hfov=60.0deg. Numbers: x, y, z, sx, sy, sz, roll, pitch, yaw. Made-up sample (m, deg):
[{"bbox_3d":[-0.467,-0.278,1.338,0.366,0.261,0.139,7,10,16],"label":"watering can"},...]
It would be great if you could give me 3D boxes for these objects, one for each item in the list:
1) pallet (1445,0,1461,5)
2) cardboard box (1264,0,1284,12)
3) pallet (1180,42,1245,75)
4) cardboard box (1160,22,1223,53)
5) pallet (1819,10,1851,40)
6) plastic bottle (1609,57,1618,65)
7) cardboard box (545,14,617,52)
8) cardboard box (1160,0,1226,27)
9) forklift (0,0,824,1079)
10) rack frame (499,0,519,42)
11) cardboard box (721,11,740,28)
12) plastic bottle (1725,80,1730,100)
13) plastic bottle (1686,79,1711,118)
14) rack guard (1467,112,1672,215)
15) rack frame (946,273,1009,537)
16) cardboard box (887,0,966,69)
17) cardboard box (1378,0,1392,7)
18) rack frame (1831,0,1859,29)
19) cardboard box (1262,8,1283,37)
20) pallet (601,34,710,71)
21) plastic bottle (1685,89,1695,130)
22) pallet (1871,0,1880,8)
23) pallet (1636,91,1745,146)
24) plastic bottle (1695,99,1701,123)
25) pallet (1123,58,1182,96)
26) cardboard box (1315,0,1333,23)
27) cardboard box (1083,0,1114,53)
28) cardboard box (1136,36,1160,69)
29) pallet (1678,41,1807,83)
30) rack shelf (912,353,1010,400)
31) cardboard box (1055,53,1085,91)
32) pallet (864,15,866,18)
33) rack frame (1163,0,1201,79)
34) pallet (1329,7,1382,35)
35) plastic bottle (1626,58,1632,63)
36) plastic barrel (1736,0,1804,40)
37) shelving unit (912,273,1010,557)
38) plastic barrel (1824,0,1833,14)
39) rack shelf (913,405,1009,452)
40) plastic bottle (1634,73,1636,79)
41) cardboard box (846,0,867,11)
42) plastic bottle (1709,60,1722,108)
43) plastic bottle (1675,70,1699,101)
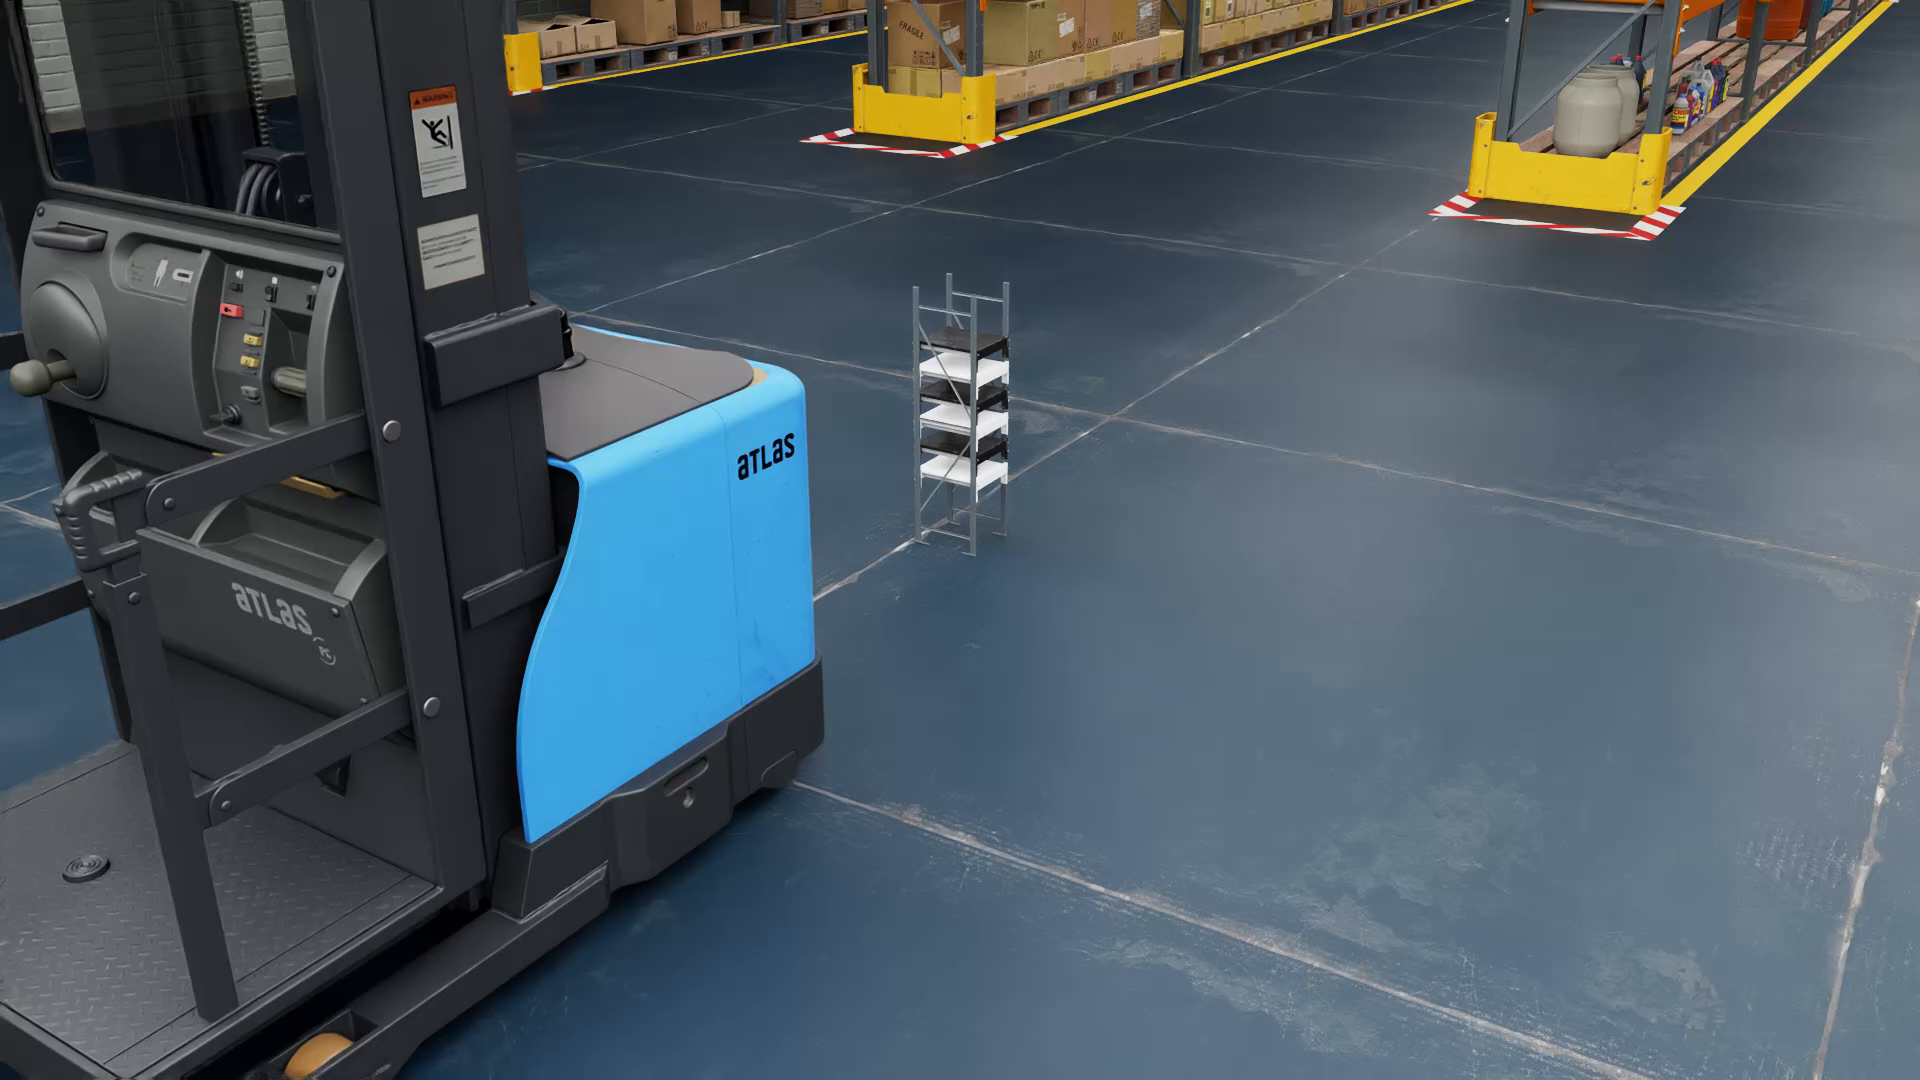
[{"bbox_3d":[6.417,-7.598,23.035,1.003,0.211,1.213,14,27,29],"label":"pallet"},{"bbox_3d":[3.074,-5.740,17.461,0.500,0.311,0.500,15,27,30],"label":"cardboard box"},{"bbox_3d":[2.190,-4.923,16.856,1.003,0.211,1.213,14,27,29],"label":"pallet"},{"bbox_3d":[2.258,-4.961,16.366,0.500,0.250,0.500,13,27,28],"label":"cardboard box"},{"bbox_3d":[9.818,-6.075,19.518,1.003,0.211,1.213,14,27,29],"label":"pallet"},{"bbox_3d":[5.163,-3.643,13.171,0.144,0.351,0.185,13,26,27],"label":"plastic bottle"},{"bbox_3d":[-3.744,-5.008,16.372,0.500,0.311,0.500,16,28,33],"label":"cardboard box"},{"bbox_3d":[2.264,-5.221,16.262,0.500,0.311,0.500,14,27,29],"label":"cardboard box"},{"bbox_3d":[-1.577,-0.379,2.937,1.130,2.935,3.031,14,27,30],"label":"forklift"},{"bbox_3d":[-4.486,-5.632,14.985,1.000,3.000,0.127,14,27,29],"label":"rack frame"},{"bbox_3d":[-2.633,-5.697,18.148,0.380,0.166,0.250,10,25,22],"label":"cardboard box"},{"bbox_3d":[6.114,-3.636,13.343,0.097,0.201,0.097,0,23,0],"label":"plastic bottle"},{"bbox_3d":[5.585,-3.353,12.594,0.152,0.276,0.135,14,27,30],"label":"plastic bottle"},{"bbox_3d":[3.931,-2.445,10.768,1.175,0.500,0.348,14,27,29],"label":"rack guard"},{"bbox_3d":[0.058,-0.450,5.657,0.240,0.900,0.006,14,27,29],"label":"rack frame"},{"bbox_3d":[-0.245,-4.114,13.466,0.500,0.500,0.500,14,27,29],"label":"cardboard box"},{"bbox_3d":[4.968,-6.790,20.252,0.500,0.500,0.500,13,27,28],"label":"cardboard box"},{"bbox_3d":[10.261,-7.606,19.545,1.000,3.000,0.127,14,27,29],"label":"rack frame"},{"bbox_3d":[3.068,-5.480,17.565,0.500,0.250,0.500,14,27,30],"label":"cardboard box"},{"bbox_3d":[-3.343,-5.055,17.162,1.003,0.211,1.213,14,27,29],"label":"pallet"},{"bbox_3d":[5.287,-3.131,12.072,0.061,0.283,0.133,14,27,30],"label":"plastic bottle"},{"bbox_3d":[11.903,-7.407,22.593,1.003,0.211,1.213,14,27,29],"label":"pallet"},{"bbox_3d":[5.651,-3.409,13.358,1.003,0.211,1.213,14,27,29],"label":"pallet"},{"bbox_3d":[5.438,-3.204,12.343,0.097,0.201,0.097,0,23,0],"label":"plastic bottle"},{"bbox_3d":[1.379,-4.406,15.663,1.003,0.211,1.213,14,27,29],"label":"pallet"},{"bbox_3d":[3.874,-5.998,18.762,0.500,0.250,0.500,15,27,30],"label":"cardboard box"},{"bbox_3d":[0.990,-4.511,14.383,0.500,0.500,0.500,14,27,29],"label":"cardboard box"},{"bbox_3d":[1.503,-4.508,15.319,0.500,0.250,0.500,14,27,29],"label":"cardboard box"},{"bbox_3d":[7.709,-4.723,16.395,1.003,0.211,1.213,14,27,29],"label":"pallet"},{"bbox_3d":[0.004,-0.550,5.519,0.258,0.077,0.200,14,27,29],"label":"rack shelf"},{"bbox_3d":[0.721,-3.999,14.145,0.500,0.250,0.500,14,27,29],"label":"cardboard box"},{"bbox_3d":[-0.679,-6.789,21.168,1.003,0.211,1.213,14,27,29],"label":"pallet"},{"bbox_3d":[1.834,-5.946,15.709,1.000,3.000,0.127,14,27,29],"label":"rack frame"},{"bbox_3d":[4.370,-6.260,19.945,1.003,0.211,1.213,14,27,29],"label":"pallet"},{"bbox_3d":[5.500,-3.841,13.726,0.097,0.271,0.097,0,23,0],"label":"plastic bottle"},{"bbox_3d":[8.394,-5.622,17.164,0.600,0.830,0.708,14,27,29],"label":"plastic barrel"},{"bbox_3d":[0.004,-0.416,5.578,0.258,0.900,0.210,14,27,29],"label":"shelving unit"},{"bbox_3d":[9.959,-6.656,19.463,0.600,0.901,0.708,14,27,29],"label":"plastic barrel"},{"bbox_3d":[0.004,-0.385,5.591,0.258,0.077,0.200,14,27,29],"label":"rack shelf"},{"bbox_3d":[5.288,-3.597,13.163,0.097,0.271,0.097,0,23,0],"label":"plastic bottle"},{"bbox_3d":[-1.468,-6.638,19.900,0.700,0.500,0.500,14,27,30],"label":"cardboard box"},{"bbox_3d":[5.845,-3.550,12.956,0.144,0.351,0.185,12,26,26],"label":"plastic bottle"},{"bbox_3d":[5.705,-3.538,13.022,0.152,0.276,0.135,14,27,29],"label":"plastic bottle"}]
